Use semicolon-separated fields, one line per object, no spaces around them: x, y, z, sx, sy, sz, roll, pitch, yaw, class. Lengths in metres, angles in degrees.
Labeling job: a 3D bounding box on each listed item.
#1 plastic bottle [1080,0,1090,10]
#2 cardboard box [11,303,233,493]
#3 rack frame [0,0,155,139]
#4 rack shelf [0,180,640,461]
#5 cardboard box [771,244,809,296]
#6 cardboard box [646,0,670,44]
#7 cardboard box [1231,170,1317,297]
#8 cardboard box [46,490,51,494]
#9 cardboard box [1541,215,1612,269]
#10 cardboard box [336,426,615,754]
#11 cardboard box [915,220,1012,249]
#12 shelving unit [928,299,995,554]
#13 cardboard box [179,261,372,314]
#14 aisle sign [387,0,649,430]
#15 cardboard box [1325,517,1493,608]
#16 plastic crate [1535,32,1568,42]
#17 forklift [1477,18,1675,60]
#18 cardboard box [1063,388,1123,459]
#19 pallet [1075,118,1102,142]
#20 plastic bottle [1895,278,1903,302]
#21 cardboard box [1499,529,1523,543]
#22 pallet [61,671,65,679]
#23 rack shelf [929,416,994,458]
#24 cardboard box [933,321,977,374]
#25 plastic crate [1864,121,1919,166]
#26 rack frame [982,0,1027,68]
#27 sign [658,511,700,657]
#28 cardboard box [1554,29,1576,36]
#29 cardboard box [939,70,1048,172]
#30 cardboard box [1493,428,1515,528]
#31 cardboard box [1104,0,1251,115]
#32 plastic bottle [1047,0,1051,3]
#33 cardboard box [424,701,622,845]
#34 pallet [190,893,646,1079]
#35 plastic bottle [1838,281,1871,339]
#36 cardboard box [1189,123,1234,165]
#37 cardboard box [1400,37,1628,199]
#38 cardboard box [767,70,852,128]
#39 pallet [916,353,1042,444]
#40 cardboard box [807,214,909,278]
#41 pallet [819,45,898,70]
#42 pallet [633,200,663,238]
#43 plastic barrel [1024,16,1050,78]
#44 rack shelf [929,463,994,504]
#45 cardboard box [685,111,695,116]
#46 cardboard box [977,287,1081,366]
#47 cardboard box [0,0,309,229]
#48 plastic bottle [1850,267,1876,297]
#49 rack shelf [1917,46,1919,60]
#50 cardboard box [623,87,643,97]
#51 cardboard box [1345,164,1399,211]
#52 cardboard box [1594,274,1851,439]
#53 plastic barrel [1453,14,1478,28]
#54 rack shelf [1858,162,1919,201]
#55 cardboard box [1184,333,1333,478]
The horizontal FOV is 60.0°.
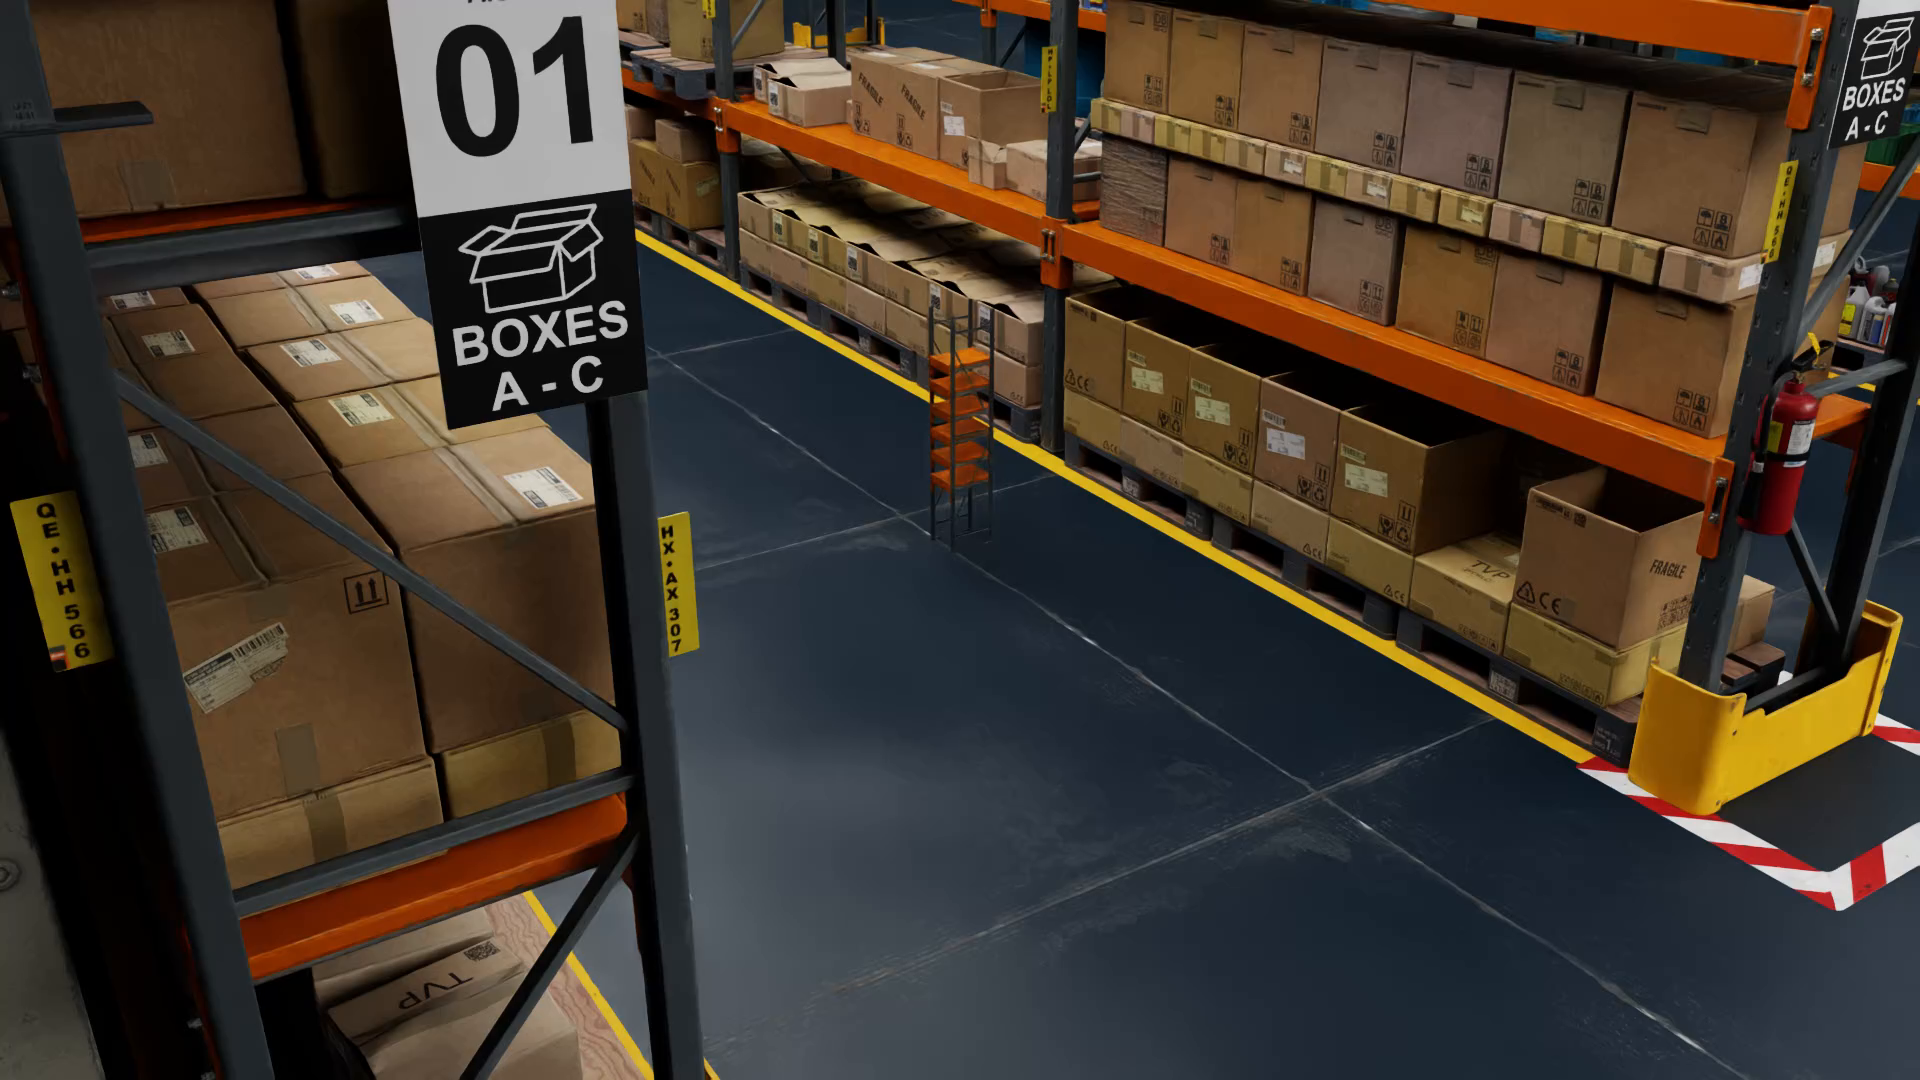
1.253;-5.259;16.023;0.152;0.276;0.135;-16;29;-30;plastic bottle
-2.325;-0.329;4.707;0.500;0.500;0.500;-15;29;-29;cardboard box
-1.062;-2.096;2.149;1.000;3.000;0.127;-16;29;-30;rack frame
-2.154;-1.130;4.458;1.077;0.370;4.000;-16;29;-30;rack shelf
-0.966;-1.911;11.514;0.500;0.250;0.500;-16;30;-31;cardboard box
-2.058;-4.206;13.037;0.700;0.500;0.500;-10;27;-20;cardboard box
1.714;-1.490;7.776;0.700;0.500;0.500;-15;29;-29;cardboard box
-2.589;-0.174;5.257;0.500;0.250;0.500;-16;30;-31;cardboard box
2.434;-1.154;6.305;0.380;0.149;0.250;-16;30;-30;cardboard box
-1.071;0.096;3.807;0.500;0.500;0.500;-15;29;-30;cardboard box
0.046;-1.925;10.886;0.500;0.311;0.500;-15;29;-28;cardboard box
0.008;-0.537;7.983;0.258;1.200;0.189;-16;29;-30;shelving unit
-2.185;-0.637;5.360;0.500;0.500;0.500;-16;30;-31;cardboard box
-0.771;-0.603;2.968;0.394;0.787;0.004;-16;29;-30;aisle sign
1.989;0.037;7.386;0.500;0.250;0.500;-16;29;-30;cardboard box
4.192;-3.437;12.036;0.392;0.384;0.575;-16;29;-30;plastic crate
3.766;-2.357;9.810;3.031;2.935;1.130;-15;29;-29;forklift
0.902;-0.680;8.905;0.500;0.250;0.500;-16;29;-30;cardboard box
1.744;-4.001;16.477;1.003;0.211;1.213;-16;29;-30;pallet
6.158;-1.609;10.825;0.097;0.271;0.097;0;25;0;plastic bottle
2.704;0.093;7.268;0.500;0.250;0.500;-16;29;-30;cardboard box
-3.672;0.169;7.645;1.003;0.211;1.213;-16;29;-30;pallet
0.008;-0.497;8.002;0.258;0.103;0.180;-16;29;-30;rack shelf
0.159;-1.178;9.961;0.500;0.250;0.500;-16;30;-30;cardboard box
5.560;-2.475;10.228;0.450;0.188;0.662;-16;29;-30;plastic crate
0.688;-5.984;17.412;1.000;3.000;0.127;-16;29;-30;rack frame
-0.607;0.099;3.513;0.100;0.325;0.005;-16;29;-30;sign
6.662;-5.188;17.724;1.225;0.875;0.875;-17;30;-32;cardboard box
0.210;-2.482;9.876;0.500;0.500;0.500;-13;28;-26;cardboard box
2.422;-0.422;7.482;0.500;0.500;0.500;-16;29;-30;cardboard box
1.150;-2.444;8.277;0.700;0.500;0.500;-15;29;-29;cardboard box
0.915;-5.426;16.463;0.097;0.201;0.097;0;25;0;plastic bottle
-1.062;0.427;3.984;0.500;0.250;0.500;-17;30;-31;cardboard box
-1.517;1.552;4.715;1.003;0.211;1.213;-16;29;-30;pallet
5.585;-1.452;10.400;0.144;0.351;0.185;-14;29;-27;plastic bottle
1.311;-1.892;7.867;0.380;0.149;0.250;-16;30;-30;cardboard box
2.246;-1.727;6.757;0.700;0.500;0.500;-15;29;-29;cardboard box
-0.955;-2.995;11.185;0.500;0.311;0.500;-16;30;-30;cardboard box
0.468;-0.963;10.043;1.003;0.211;1.213;-16;29;-30;pallet
-0.671;-1.976;10.994;0.500;0.311;0.500;-16;30;-31;cardboard box
-1.078;-5.850;20.394;1.003;0.211;1.213;-16;29;-30;pallet
-2.319;-2.851;14.042;1.003;0.211;1.213;-16;29;-30;pallet
0.971;-5.026;17.350;0.600;0.901;0.708;-16;29;-30;plastic barrel
0.008;-0.280;8.104;0.258;0.103;0.180;-16;29;-30;rack shelf
-2.419;-3.432;14.418;0.500;0.500;0.500;-15;29;-29;cardboard box
0.442;-1.248;9.451;0.500;0.311;0.500;-16;29;-30;cardboard box
-1.502;-0.884;2.955;0.500;0.500;0.500;-13;28;-26;cardboard box
5.926;-1.662;10.923;0.061;0.283;0.133;-16;29;-30;plastic bottle
8.113;-4.667;15.465;1.077;0.370;4.000;-16;29;-30;rack shelf
-2.859;-3.651;14.005;0.500;0.250;0.500;-15;29;-29;cardboard box
1.870;-1.524;7.088;0.380;0.149;0.250;-16;30;-30;cardboard box
2.842;-0.754;6.216;0.700;0.500;0.500;-16;29;-30;cardboard box
4.080;-3.995;13.039;0.433;0.535;0.433;0;25;0;plastic barrel
6.147;-2.082;9.989;1.077;0.370;4.000;-16;29;-30;rack shelf
1.440;-0.659;7.982;0.500;0.500;0.500;-16;29;-30;cardboard box
